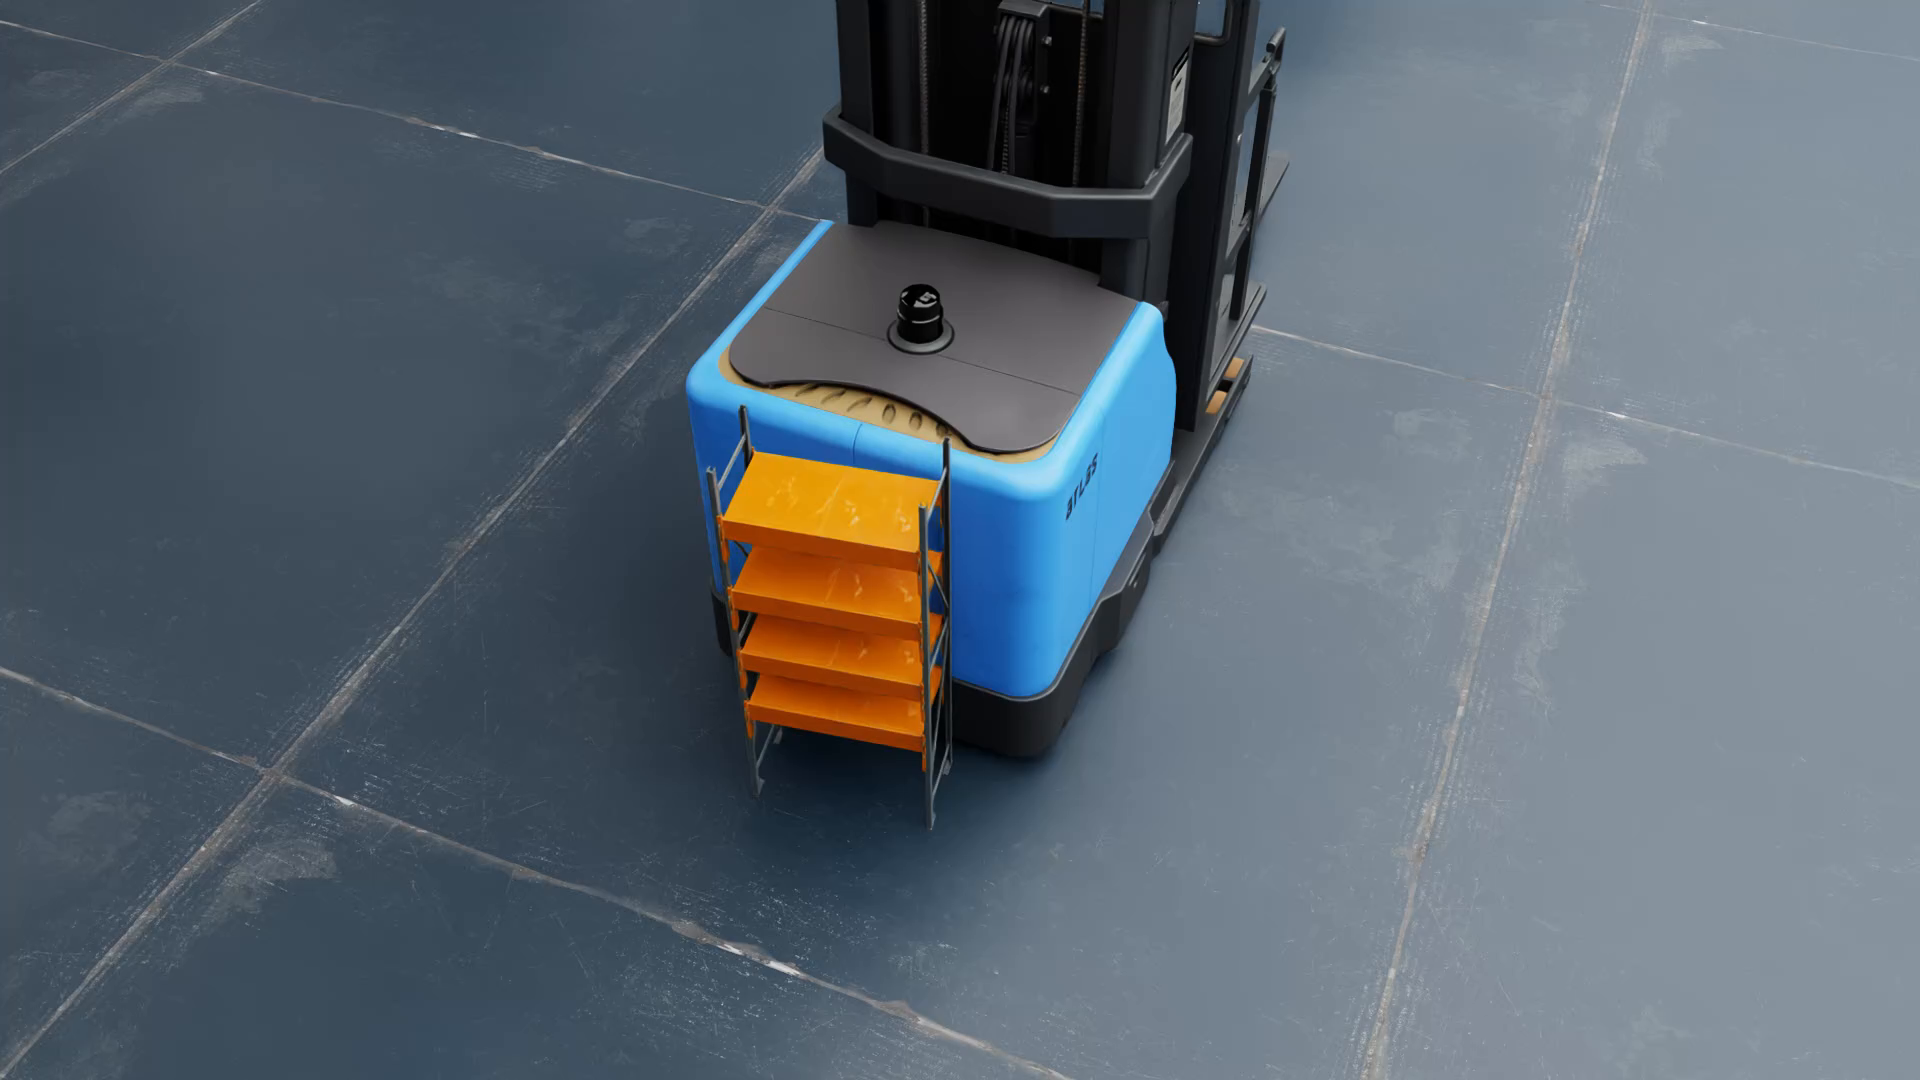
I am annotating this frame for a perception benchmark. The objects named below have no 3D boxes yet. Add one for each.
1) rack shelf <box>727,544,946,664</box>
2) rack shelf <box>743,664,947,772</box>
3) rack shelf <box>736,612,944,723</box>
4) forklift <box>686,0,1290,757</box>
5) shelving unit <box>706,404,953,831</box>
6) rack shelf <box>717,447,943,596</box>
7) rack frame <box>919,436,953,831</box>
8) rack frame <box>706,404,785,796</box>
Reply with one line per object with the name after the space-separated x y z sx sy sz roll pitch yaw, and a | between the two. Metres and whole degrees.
-0.293 0.121 4.056 0.480 0.148 0.258 10 46 9 | rack shelf
-0.293 0.421 4.353 0.480 0.148 0.258 10 46 9 | rack shelf
-0.293 0.280 4.213 0.480 0.148 0.258 10 46 9 | rack shelf
0.352 -1.495 4.675 1.130 2.935 3.031 17 47 17 | forklift
-0.293 0.232 4.166 0.503 1.200 0.258 10 46 9 | shelving unit
-0.293 -0.046 3.889 0.480 0.148 0.258 10 46 9 | rack shelf
-0.056 0.272 4.126 0.015 1.200 0.240 10 46 9 | rack frame
-0.530 0.192 4.206 0.015 1.200 0.240 10 46 9 | rack frame
